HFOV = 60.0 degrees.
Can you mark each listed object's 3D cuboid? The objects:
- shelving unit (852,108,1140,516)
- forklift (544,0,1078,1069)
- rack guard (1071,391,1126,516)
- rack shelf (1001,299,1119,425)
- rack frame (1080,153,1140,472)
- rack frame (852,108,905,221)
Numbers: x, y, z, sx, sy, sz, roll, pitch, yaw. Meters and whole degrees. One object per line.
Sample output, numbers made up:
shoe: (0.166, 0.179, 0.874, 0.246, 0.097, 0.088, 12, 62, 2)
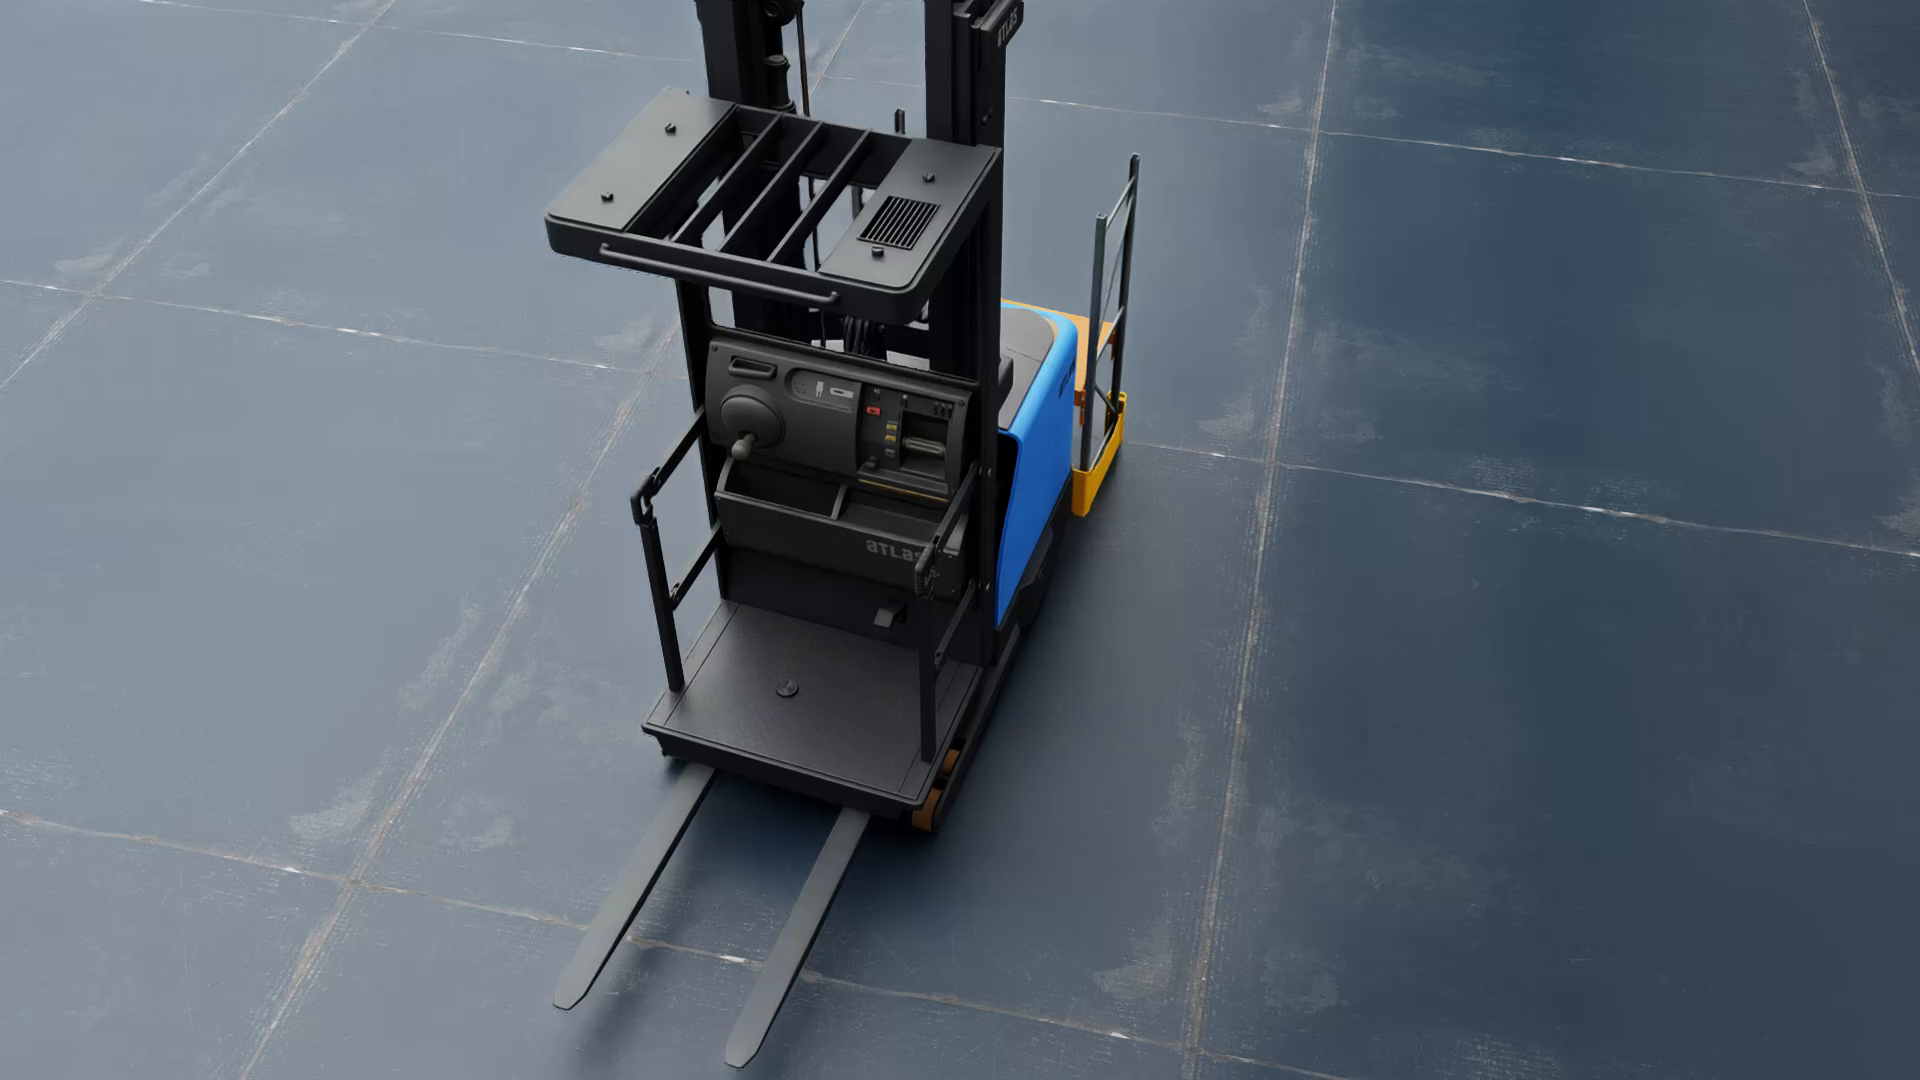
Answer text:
shelving unit: (0.153, -0.966, 7.132, 1.083, 1.500, 0.587, 15, 46, 15)
forklift: (-0.489, -0.315, 5.424, 1.130, 2.935, 3.031, 14, 46, 14)
rack guard: (0.619, -0.394, 7.439, 0.087, 0.250, 0.587, 15, 46, 15)
rack shelf: (0.144, -0.839, 7.259, 1.000, 0.185, 0.538, 15, 46, 15)
rack frame: (0.620, -0.844, 7.006, 0.032, 1.500, 0.500, 15, 46, 15)
rack frame: (-0.332, -1.093, 7.264, 0.032, 1.500, 0.500, 15, 46, 15)
